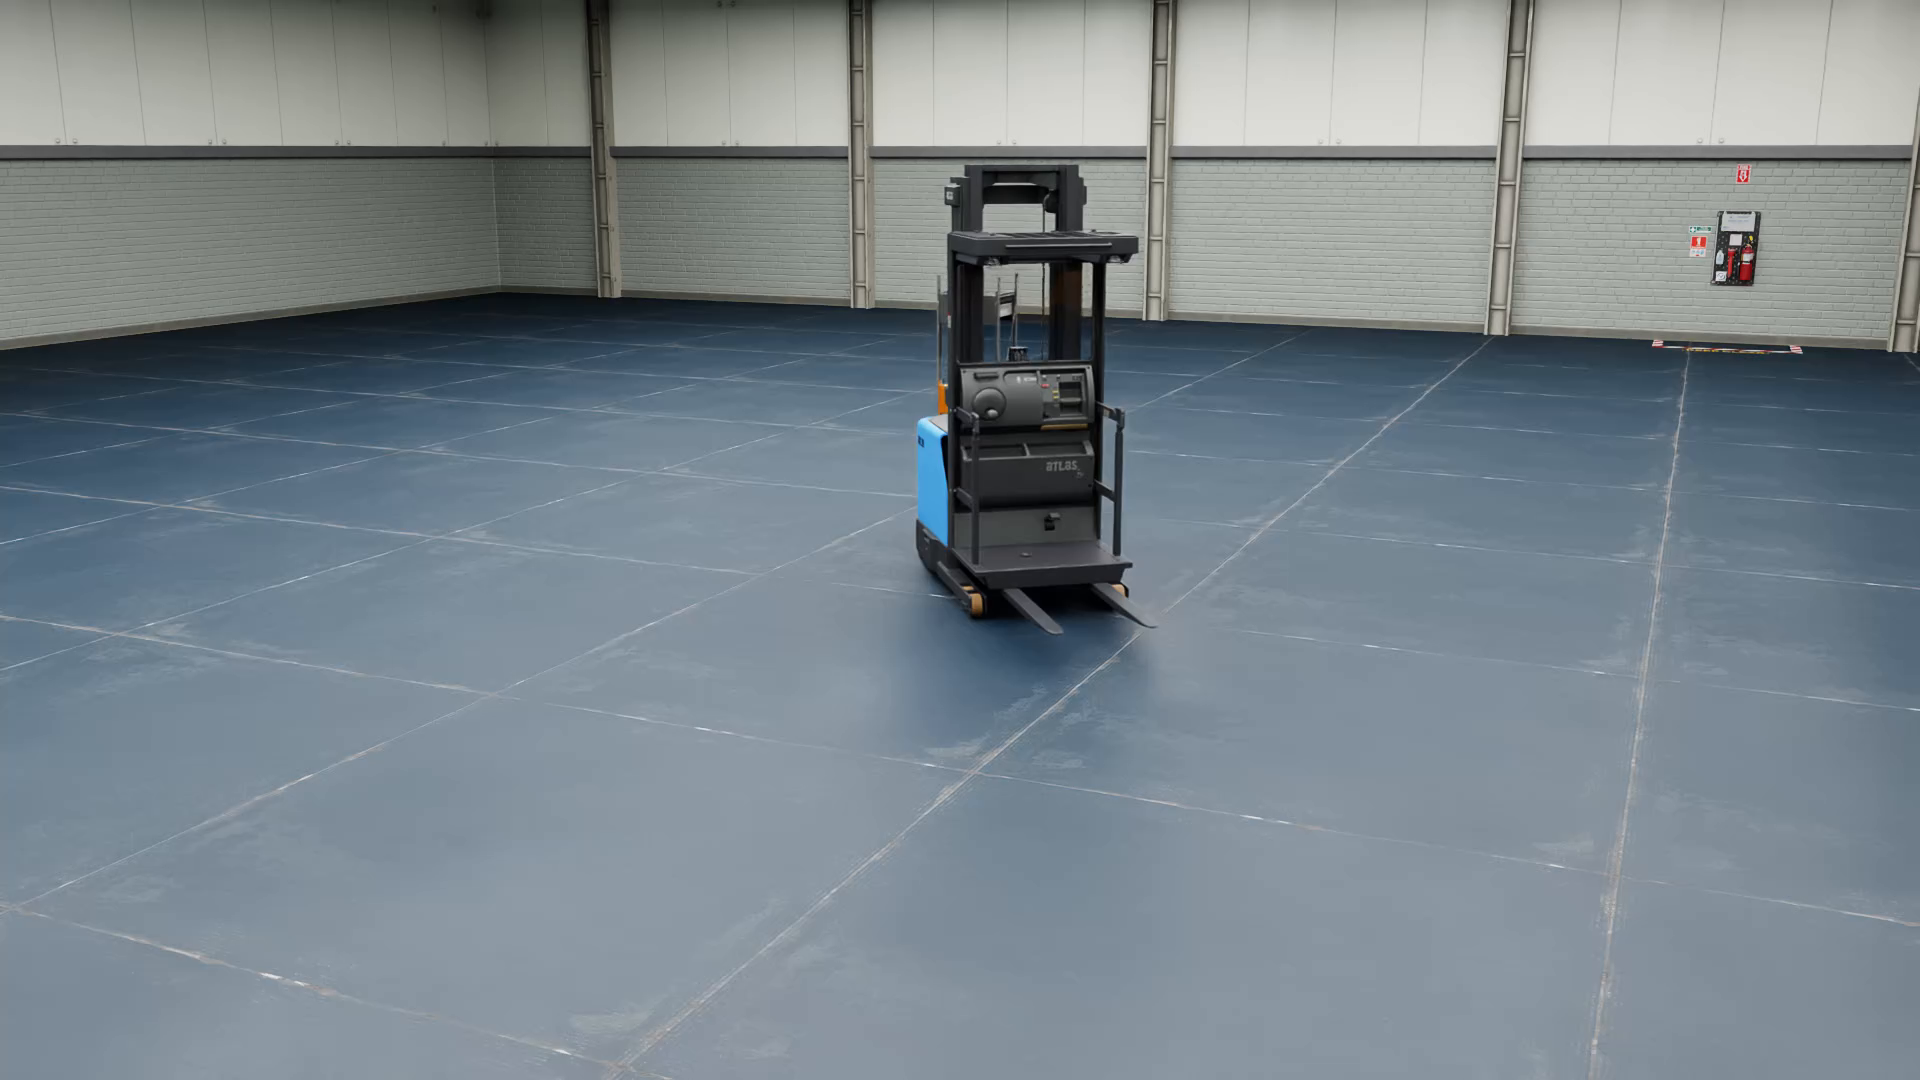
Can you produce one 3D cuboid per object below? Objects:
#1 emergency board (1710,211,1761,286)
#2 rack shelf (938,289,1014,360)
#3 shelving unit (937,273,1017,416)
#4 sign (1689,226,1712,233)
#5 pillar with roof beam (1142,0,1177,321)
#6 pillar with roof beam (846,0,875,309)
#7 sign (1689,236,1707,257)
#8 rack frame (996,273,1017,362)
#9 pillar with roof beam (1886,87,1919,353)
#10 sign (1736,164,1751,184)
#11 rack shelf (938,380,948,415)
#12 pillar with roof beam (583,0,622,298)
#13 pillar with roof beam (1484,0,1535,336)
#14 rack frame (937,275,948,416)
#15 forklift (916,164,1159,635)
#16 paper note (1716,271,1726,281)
[{"bbox_3d":[12.302,-4.614,26.353,0.643,1.169,0.194,6,14,23],"label":"emergency board"},{"bbox_3d":[0.134,-1.687,12.842,0.480,0.518,0.431,6,14,22],"label":"rack shelf"},{"bbox_3d":[0.134,-1.018,12.999,0.503,2.100,0.431,6,14,22],"label":"shelving unit"},{"bbox_3d":[11.839,-4.960,26.589,0.331,0.109,0.001,6,14,23],"label":"sign"},{"bbox_3d":[1.831,-7.510,25.560,0.400,9.000,9.100,6,14,23],"label":"pillar with roof beam"},{"bbox_3d":[-3.655,-8.065,27.926,0.400,9.000,9.100,6,14,23],"label":"pillar with roof beam"},{"bbox_3d":[11.838,-4.704,26.659,0.234,0.329,0.001,6,14,23],"label":"sign"},{"bbox_3d":[0.358,-0.997,12.906,0.015,2.100,0.400,6,14,22],"label":"rack frame"},{"bbox_3d":[12.802,-6.399,20.828,0.400,9.000,9.100,6,14,23],"label":"pillar with roof beam"},{"bbox_3d":[12.335,-5.764,26.180,0.199,0.298,0.001,6,14,23],"label":"sign"},{"bbox_3d":[0.134,-1.005,13.002,0.480,0.518,0.431,6,14,22],"label":"rack shelf"},{"bbox_3d":[-9.141,-8.620,30.292,0.400,9.000,9.100,6,14,23],"label":"pillar with roof beam"},{"bbox_3d":[7.316,-6.954,23.194,0.400,9.000,9.100,6,14,23],"label":"pillar with roof beam"},{"bbox_3d":[-0.091,-1.040,13.091,0.015,2.100,0.400,6,14,22],"label":"rack frame"},{"bbox_3d":[0.514,-1.006,11.125,1.130,2.935,3.031,-3,14,-13],"label":"forklift"},{"bbox_3d":[12.168,-4.216,26.585,0.142,0.148,0.016,6,14,23],"label":"paper note"}]
